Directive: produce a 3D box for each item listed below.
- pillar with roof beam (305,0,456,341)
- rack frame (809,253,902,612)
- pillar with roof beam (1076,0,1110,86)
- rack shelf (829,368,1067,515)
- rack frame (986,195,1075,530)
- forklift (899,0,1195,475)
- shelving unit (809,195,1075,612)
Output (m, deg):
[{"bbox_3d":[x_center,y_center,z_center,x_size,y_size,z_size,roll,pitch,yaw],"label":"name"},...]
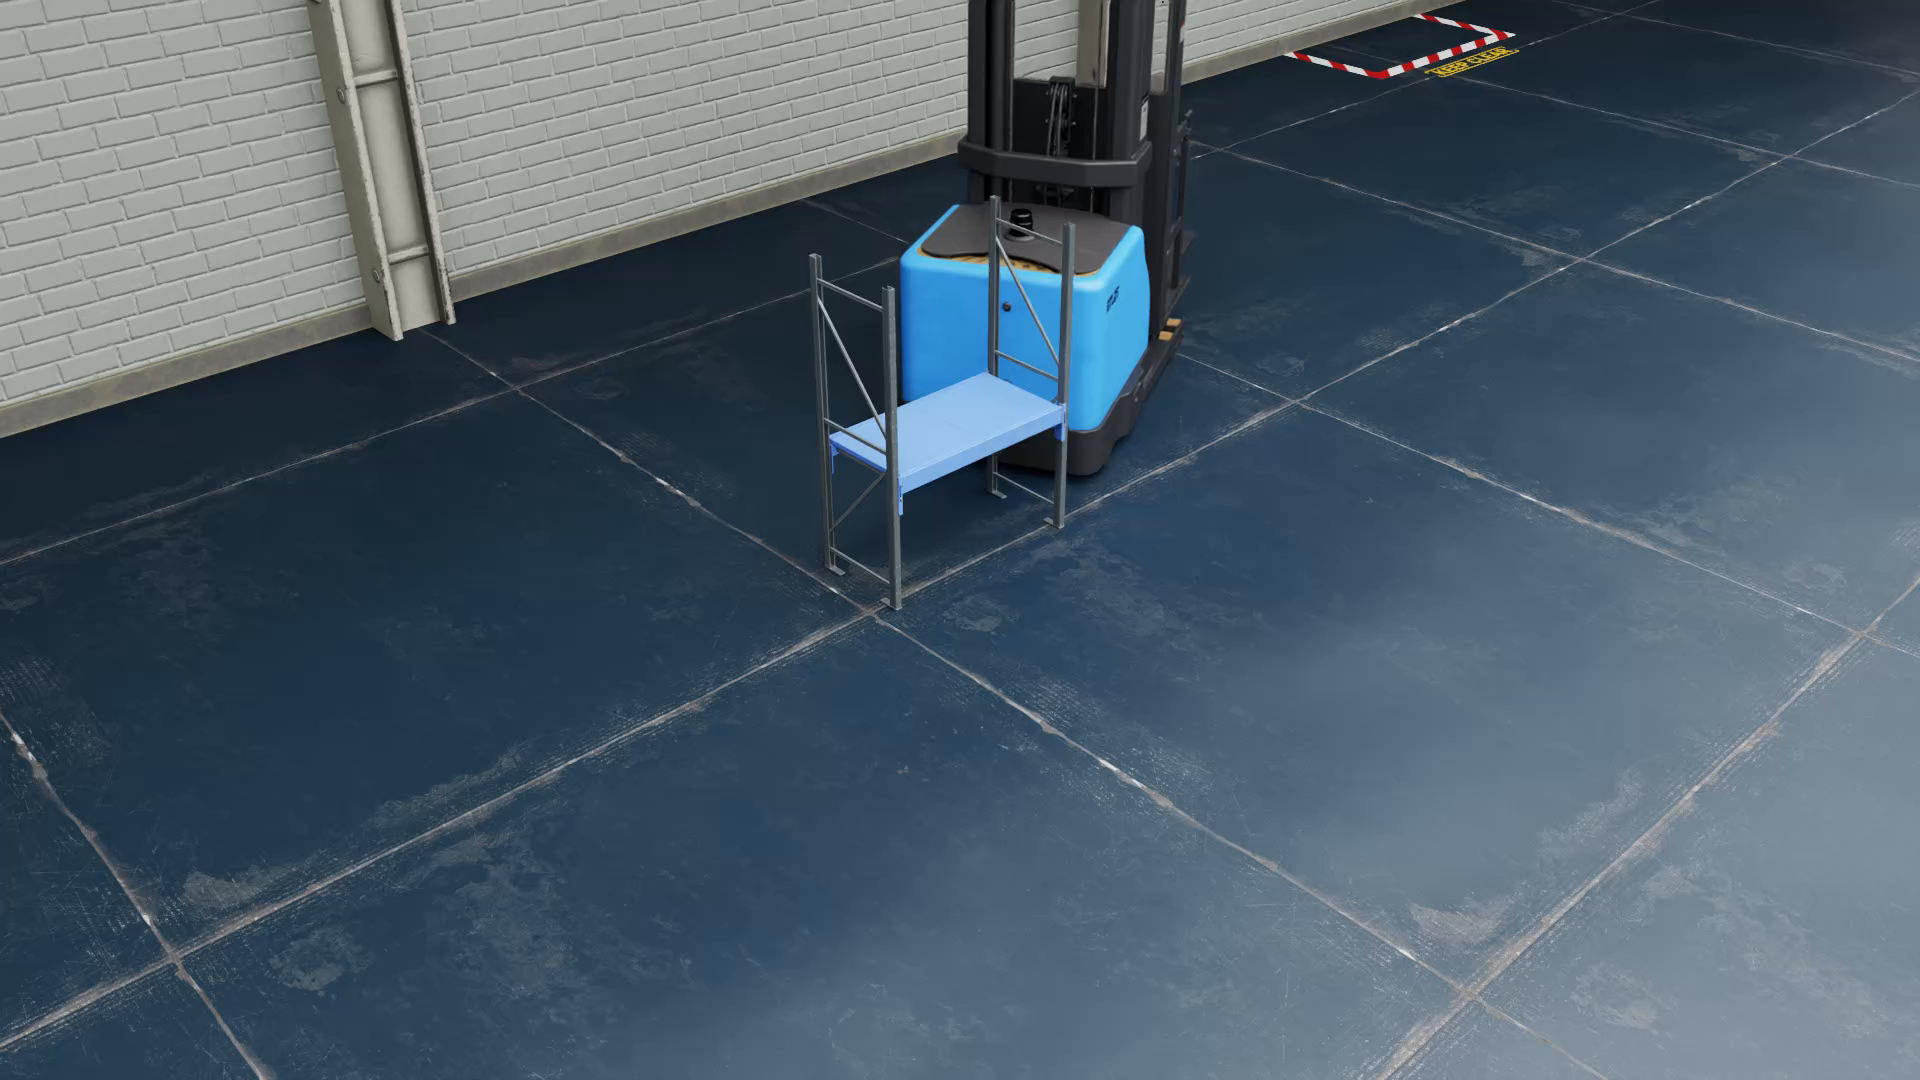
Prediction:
[{"bbox_3d":[-0.308,-3.474,4.806,0.400,9.000,9.100,-26,40,-35],"label":"pillar with roof beam"},{"bbox_3d":[-0.435,-0.429,7.014,0.032,1.500,0.500,-26,40,-35],"label":"rack frame"},{"bbox_3d":[4.092,-5.602,8.286,0.400,9.000,9.100,-26,40,-35],"label":"pillar with roof beam"},{"bbox_3d":[-0.063,-0.456,7.403,1.000,0.185,0.538,-26,40,-35],"label":"rack shelf"},{"bbox_3d":[0.310,-0.790,7.604,0.032,1.500,0.500,-26,40,-35],"label":"rack frame"},{"bbox_3d":[0.663,-2.325,8.743,1.130,2.935,3.031,10,33,16],"label":"forklift"},{"bbox_3d":[-0.063,-0.610,7.309,1.048,1.500,0.538,-26,40,-35],"label":"shelving unit"}]
